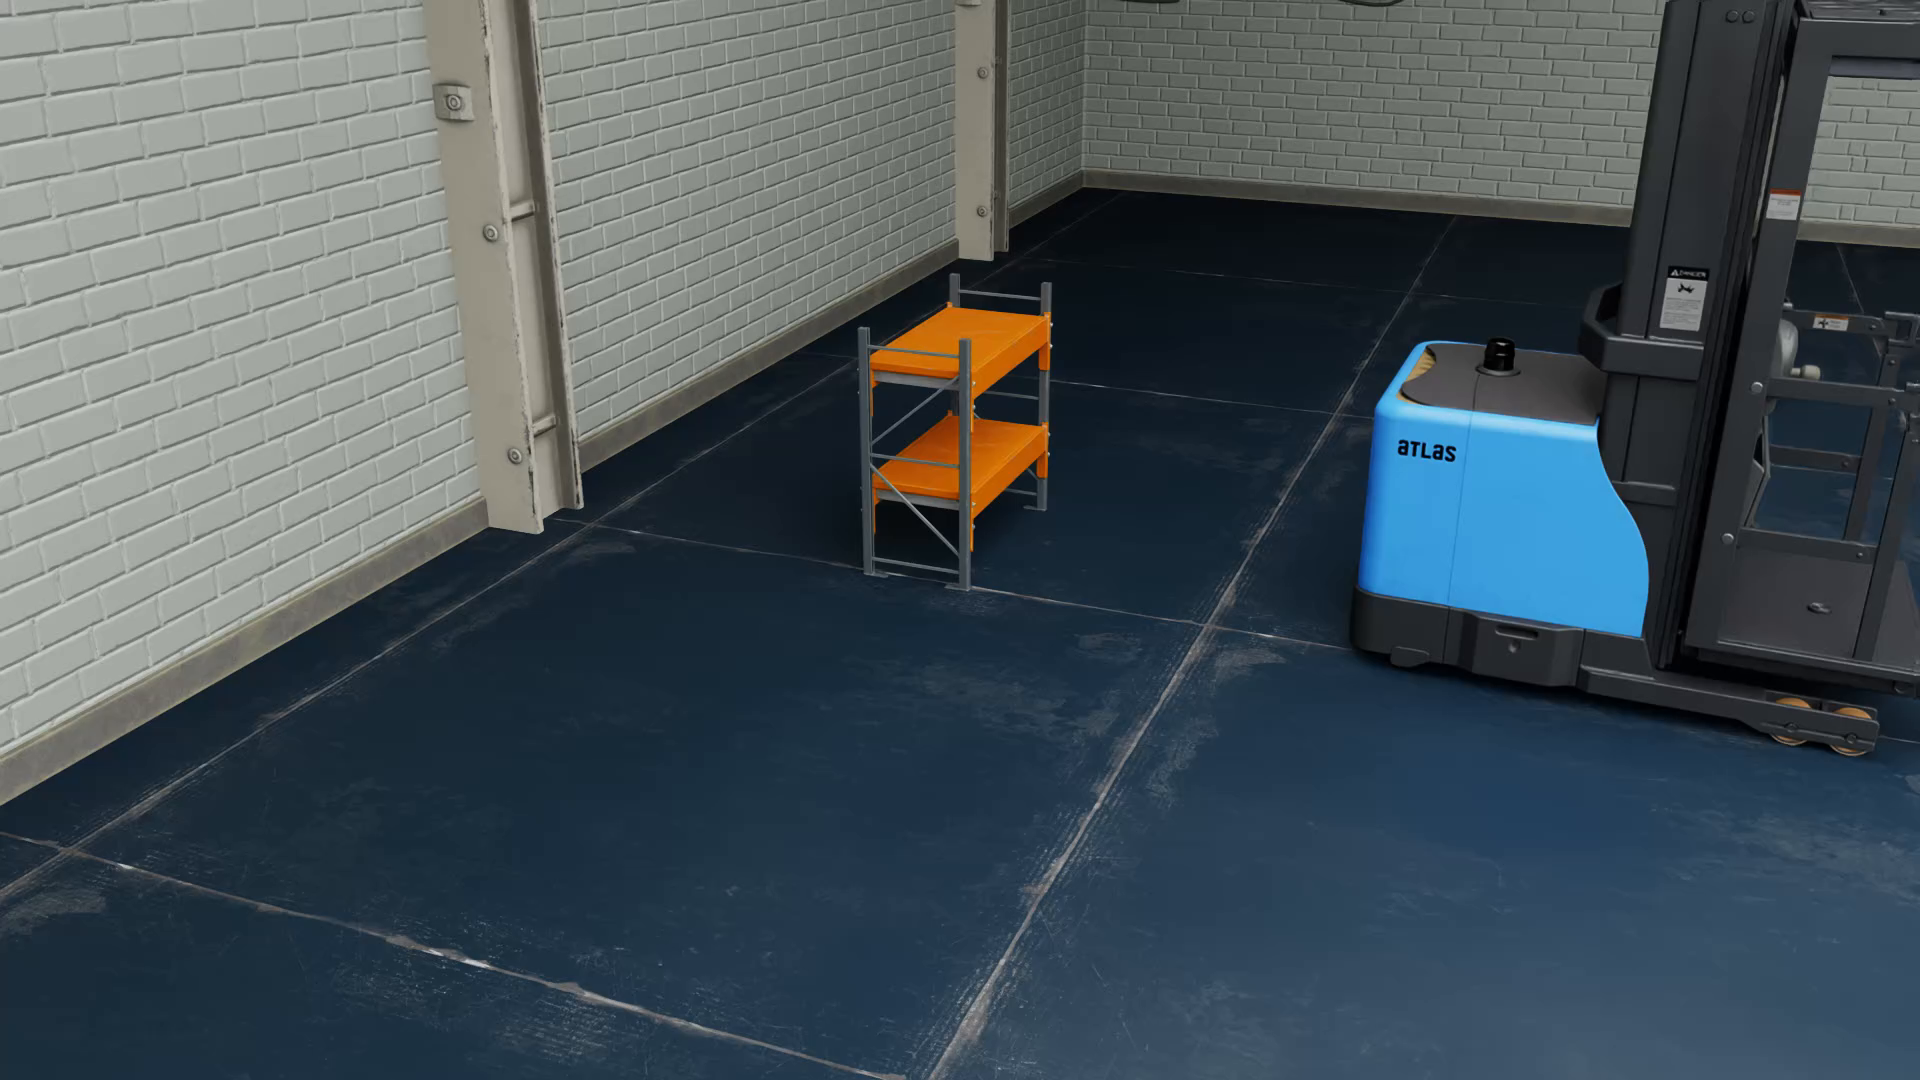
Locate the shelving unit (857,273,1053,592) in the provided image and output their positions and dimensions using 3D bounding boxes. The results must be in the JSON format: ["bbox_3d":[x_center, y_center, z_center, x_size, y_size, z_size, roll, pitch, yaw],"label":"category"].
[{"bbox_3d":[-0.003,-0.517,7.527,0.538,1.125,1.048,9,24,20],"label":"shelving unit"}]

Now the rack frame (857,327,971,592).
[{"bbox_3d":[-0.191,-0.335,7.092,0.500,1.125,0.032,9,24,20],"label":"rack frame"}]

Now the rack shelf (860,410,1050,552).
[{"bbox_3d":[-0.003,-0.291,7.622,0.538,0.278,1.000,9,24,20],"label":"rack shelf"}]

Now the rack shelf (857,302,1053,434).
[{"bbox_3d":[-0.003,-0.787,7.415,0.538,0.278,1.000,9,24,20],"label":"rack shelf"}]

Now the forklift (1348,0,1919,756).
[{"bbox_3d":[3.111,-0.818,5.906,3.031,2.935,1.130,10,24,22],"label":"forklift"}]

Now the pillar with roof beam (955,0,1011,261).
[{"bbox_3d":[4.171,-5.802,9.965,9.100,9.000,0.400,9,24,20],"label":"pillar with roof beam"}]

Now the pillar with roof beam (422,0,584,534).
[{"bbox_3d":[1.942,-3.655,4.825,9.100,9.000,0.400,9,24,20],"label":"pillar with roof beam"}]

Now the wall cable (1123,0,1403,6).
[{"bbox_3d":[2.496,-5.851,14.110,3.097,2.526,0.112,9,24,20],"label":"wall cable"}]

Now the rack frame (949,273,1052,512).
[{"bbox_3d":[0.186,-0.699,7.963,0.500,1.125,0.032,9,24,20],"label":"rack frame"}]
